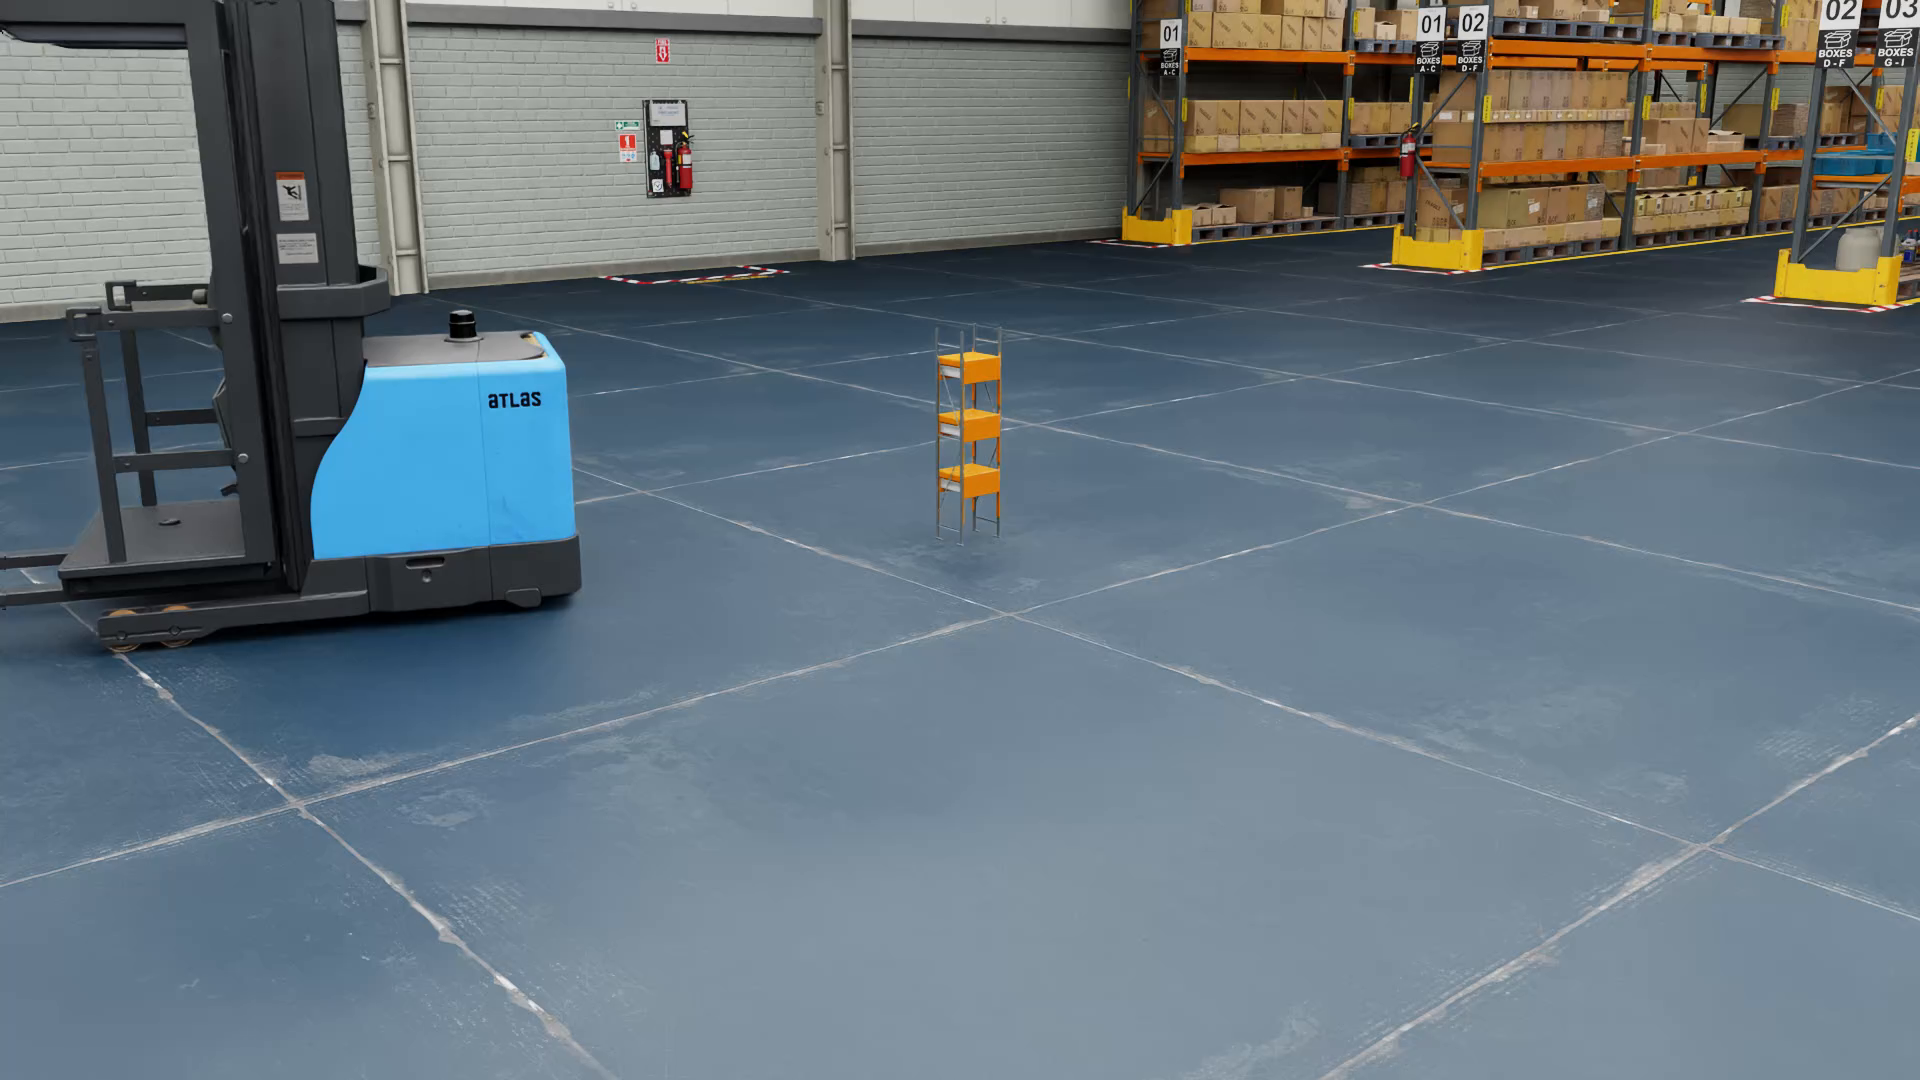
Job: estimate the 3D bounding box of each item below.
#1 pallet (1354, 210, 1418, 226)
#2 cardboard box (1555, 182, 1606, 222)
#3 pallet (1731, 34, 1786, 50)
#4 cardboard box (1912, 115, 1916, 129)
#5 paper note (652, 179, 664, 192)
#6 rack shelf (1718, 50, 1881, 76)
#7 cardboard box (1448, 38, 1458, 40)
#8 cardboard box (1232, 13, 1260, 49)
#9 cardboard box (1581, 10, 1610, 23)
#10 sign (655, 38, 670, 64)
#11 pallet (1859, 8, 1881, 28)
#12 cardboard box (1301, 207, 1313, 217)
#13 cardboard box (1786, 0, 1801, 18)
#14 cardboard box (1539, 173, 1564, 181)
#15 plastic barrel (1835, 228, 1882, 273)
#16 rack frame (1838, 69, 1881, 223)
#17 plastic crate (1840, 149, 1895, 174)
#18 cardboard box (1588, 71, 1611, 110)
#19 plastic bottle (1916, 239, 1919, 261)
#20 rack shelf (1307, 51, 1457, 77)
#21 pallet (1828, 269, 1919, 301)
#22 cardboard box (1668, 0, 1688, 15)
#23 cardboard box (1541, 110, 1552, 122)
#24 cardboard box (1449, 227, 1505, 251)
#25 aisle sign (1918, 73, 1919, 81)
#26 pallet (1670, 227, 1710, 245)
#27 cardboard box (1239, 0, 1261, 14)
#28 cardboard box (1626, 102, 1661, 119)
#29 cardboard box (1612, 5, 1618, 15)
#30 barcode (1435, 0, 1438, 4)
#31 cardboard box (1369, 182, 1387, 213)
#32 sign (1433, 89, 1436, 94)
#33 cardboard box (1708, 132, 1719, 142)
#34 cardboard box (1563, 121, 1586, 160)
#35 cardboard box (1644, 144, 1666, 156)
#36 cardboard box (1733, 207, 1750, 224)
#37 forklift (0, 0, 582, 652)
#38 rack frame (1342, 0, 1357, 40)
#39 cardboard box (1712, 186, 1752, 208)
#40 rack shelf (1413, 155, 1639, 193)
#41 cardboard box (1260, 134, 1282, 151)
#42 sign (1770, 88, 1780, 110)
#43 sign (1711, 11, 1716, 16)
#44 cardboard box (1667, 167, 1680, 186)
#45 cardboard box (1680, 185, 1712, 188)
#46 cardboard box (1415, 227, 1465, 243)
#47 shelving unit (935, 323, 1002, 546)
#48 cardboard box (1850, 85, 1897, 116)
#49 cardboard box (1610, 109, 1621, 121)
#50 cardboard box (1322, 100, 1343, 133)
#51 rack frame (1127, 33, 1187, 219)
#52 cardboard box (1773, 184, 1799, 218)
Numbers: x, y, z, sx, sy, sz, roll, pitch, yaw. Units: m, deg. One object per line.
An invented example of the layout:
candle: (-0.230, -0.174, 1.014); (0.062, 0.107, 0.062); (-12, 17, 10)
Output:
pallet: (7.435, -5.624, 28.895); (1.213, 0.211, 1.003); (-13, 19, -39)
cardboard box: (8.591, -4.700, 23.096); (0.500, 0.500, 0.500); (-13, 19, -39)
pallet: (11.747, -7.570, 25.333); (1.003, 0.211, 1.213); (-12, 19, -37)
cardboard box: (16.544, -7.276, 29.482); (0.500, 0.500, 0.500); (-13, 20, -40)
paper note: (-3.724, -4.371, 20.507); (0.142, 0.148, 0.016); (-13, 19, -39)
rack shelf: (13.709, -7.785, 27.165); (4.000, 0.370, 1.077); (-13, 19, -39)
cardboard box: (8.579, -8.550, 28.767); (0.500, 0.311, 0.500); (-13, 19, -39)
cardboard box: (4.144, -7.641, 24.999); (0.500, 0.500, 0.500); (-12, 19, -37)
cardboard box: (8.452, -7.008, 22.263); (0.250, 0.149, 0.380); (-13, 19, -39)
sign: (-3.617, -5.951, 20.223); (0.199, 0.298, 0.001); (-13, 19, -39)
pallet: (10.102, -5.504, 17.595); (1.213, 0.211, 1.003); (-13, 19, -39)
cardboard box: (5.544, -5.378, 27.210); (0.380, 0.166, 0.250); (13, 20, 40)
cardboard box: (12.918, -8.484, 26.257); (0.500, 0.500, 0.500); (-13, 19, -39)
cardboard box: (10.889, -6.864, 31.486); (0.750, 0.750, 0.750); (-12, 19, -38)
plastic barrel: (9.860, -3.152, 18.245); (0.421, 0.512, 0.421); (0, 15, 0)
rack frame: (15.217, -7.022, 28.728); (0.127, 3.000, 1.000); (-13, 19, -39)
plastic crate: (10.088, -4.205, 18.467); (0.408, 0.251, 0.499); (-13, 19, -39)
cardboard box: (8.471, -6.180, 22.866); (0.500, 0.500, 0.700); (-13, 20, -39)
plastic bottle: (11.520, -3.493, 19.947); (0.097, 0.271, 0.097); (0, 15, 0)
rack shelf: (7.437, -8.071, 28.236); (4.000, 0.370, 1.077); (-13, 19, -39)
pallet: (10.056, -2.836, 18.458); (1.213, 0.211, 1.003); (-13, 19, -39)
cardboard box: (10.088, -7.807, 23.876); (0.500, 0.500, 0.500); (-10, 18, -34)
cardboard box: (7.572, -5.594, 21.931); (0.250, 0.149, 0.380); (-13, 20, -40)
cardboard box: (6.715, -3.912, 21.596); (0.500, 0.250, 0.500); (-13, 19, -39)
aisle sign: (18.094, -9.025, 31.186); (0.004, 0.787, 0.394); (-13, 19, -39)
pallet: (10.633, -4.660, 25.287); (1.213, 0.211, 1.003); (-13, 19, -39)
cardboard box: (4.151, -8.126, 24.875); (0.500, 0.500, 0.500); (-12, 19, -38)
cardboard box: (13.479, -8.468, 33.557); (0.700, 0.700, 0.980); (-14, 20, -42)
cardboard box: (12.685, -10.043, 32.052); (0.500, 0.500, 0.500); (-13, 20, -40)
barcode: (6.076, -6.864, 21.198); (0.075, 0.075, 0.001); (-13, 19, -39)
cardboard box: (6.829, -5.861, 28.371); (0.500, 0.500, 0.700); (-13, 20, -40)
sign: (8.578, -7.975, 30.052); (0.005, 0.325, 0.100); (-13, 19, -39)
cardboard box: (11.398, -6.188, 25.776); (0.500, 0.311, 0.500); (-13, 20, -40)
cardboard box: (8.077, -5.464, 22.701); (0.500, 0.500, 0.700); (-12, 19, -39)
cardboard box: (9.985, -5.656, 24.099); (0.250, 0.149, 0.380); (-13, 19, -39)
cardboard box: (11.963, -5.083, 25.980); (0.500, 0.250, 0.500); (-12, 19, -38)
forklift: (-3.212, -1.124, 6.778); (3.031, 2.935, 1.130); (-5, 16, -18)
rack frame: (5.928, -9.529, 26.488); (0.127, 3.000, 1.000); (-13, 19, -39)
cardboard box: (11.966, -5.354, 25.907); (0.500, 0.311, 0.500); (-12, 19, -38)
rack shelf: (7.674, -4.981, 22.478); (4.000, 0.370, 1.077); (-13, 19, -39)
cardboard box: (4.640, -6.172, 25.797); (0.500, 0.250, 0.500); (-12, 19, -39)
sign: (12.567, -6.797, 25.639); (0.005, 0.325, 0.100); (-13, 19, -39)
sign: (11.845, -8.150, 26.134); (0.005, 0.325, 0.100); (-13, 19, -39)
cardboard box: (14.518, -7.521, 34.624); (0.500, 0.500, 0.700); (-13, 19, -39)
cardboard box: (11.612, -5.459, 26.301); (0.500, 0.311, 0.500); (-12, 19, -38)
cardboard box: (6.375, -4.012, 21.973); (0.500, 0.250, 0.500); (-13, 19, -39)
shelving unit: (0.040, -0.516, 8.148); (0.252, 1.050, 0.215); (-13, 19, -39)
cardboard box: (15.758, -7.579, 28.680); (0.500, 0.500, 0.500); (-12, 19, -38)
cardboard box: (8.930, -5.900, 23.073); (0.250, 0.149, 0.380); (-13, 20, -41)
cardboard box: (5.774, -6.790, 26.657); (0.500, 0.500, 0.500); (-13, 20, -39)
rack frame: (2.910, -5.953, 24.725); (0.127, 3.000, 1.000); (-13, 19, -39)
cardboard box: (13.504, -5.545, 27.188); (0.500, 0.500, 0.500); (-13, 20, -40)
